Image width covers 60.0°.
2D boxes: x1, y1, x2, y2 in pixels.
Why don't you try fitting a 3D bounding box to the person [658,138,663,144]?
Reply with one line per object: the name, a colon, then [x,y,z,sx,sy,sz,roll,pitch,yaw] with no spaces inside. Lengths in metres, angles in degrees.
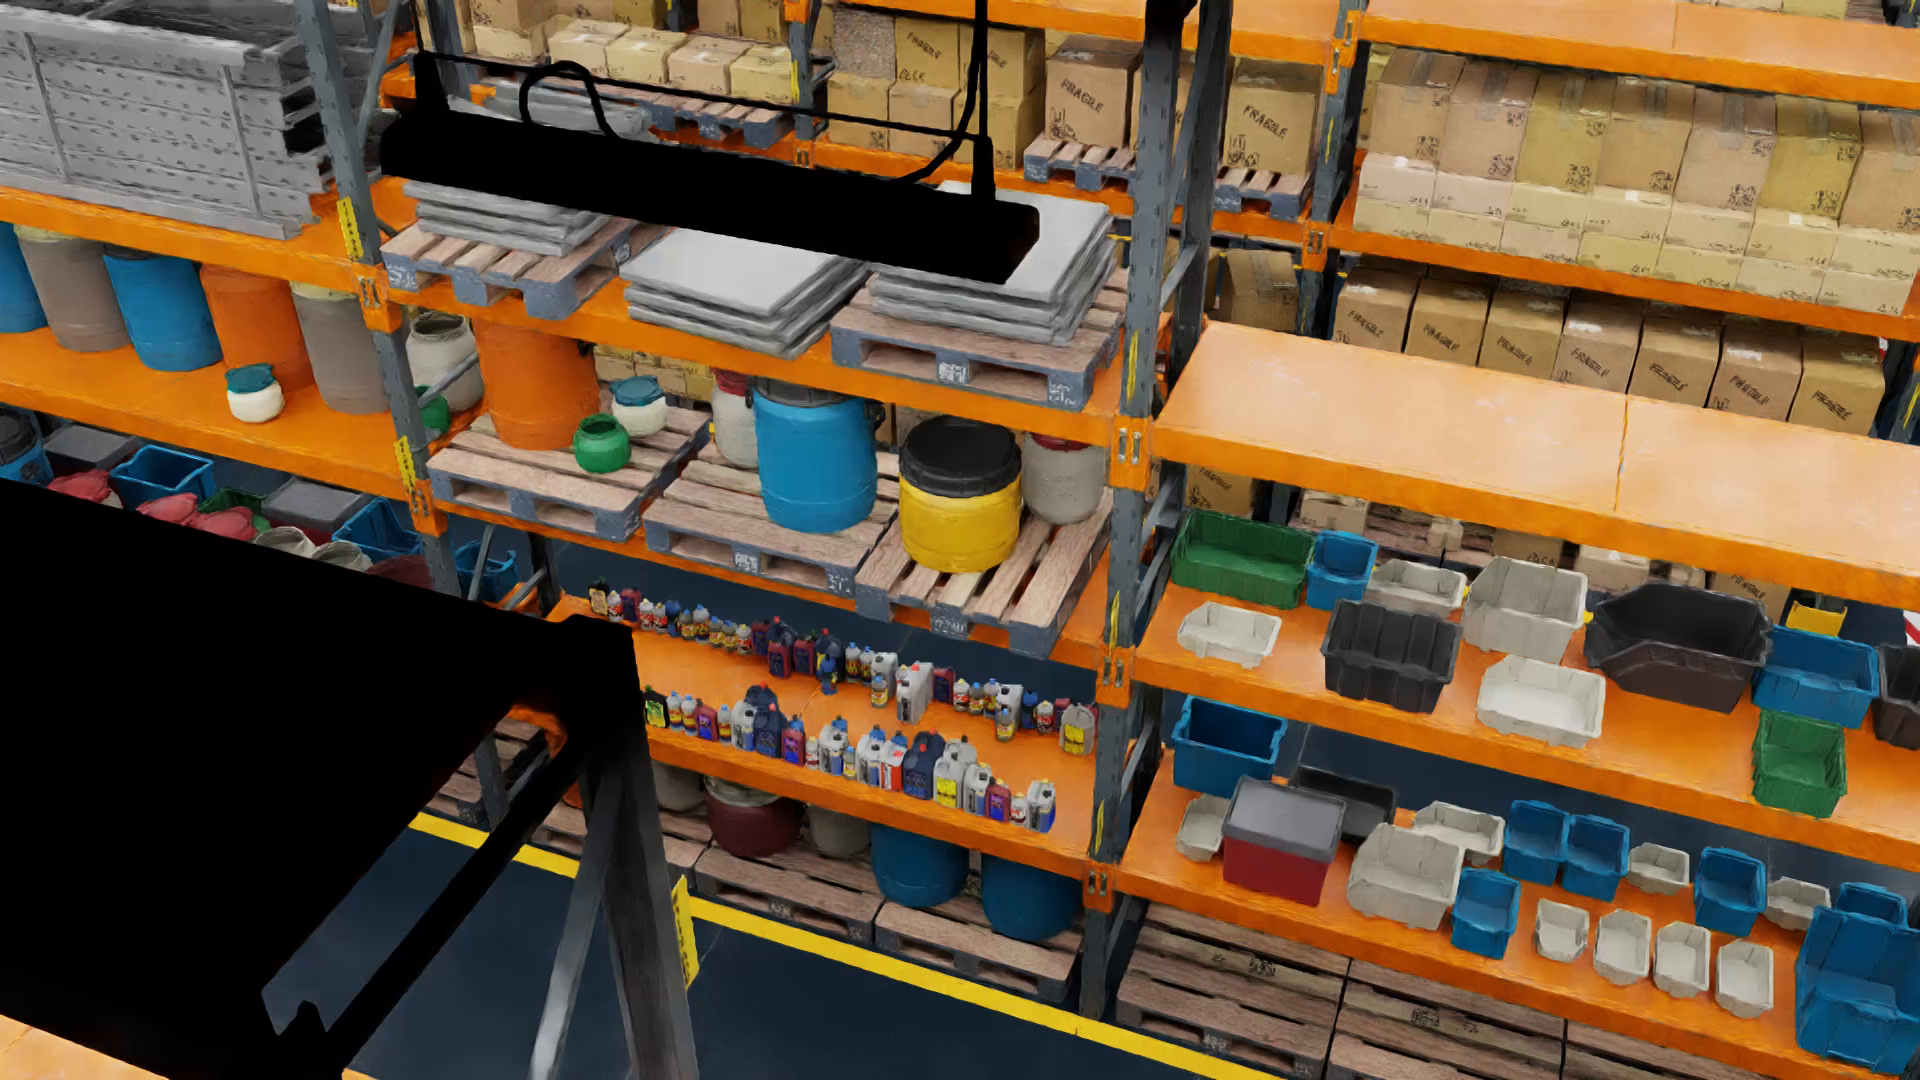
person: [-2.990,-3.353,16.535,0.980,1.621,0.482,19,40,24]
